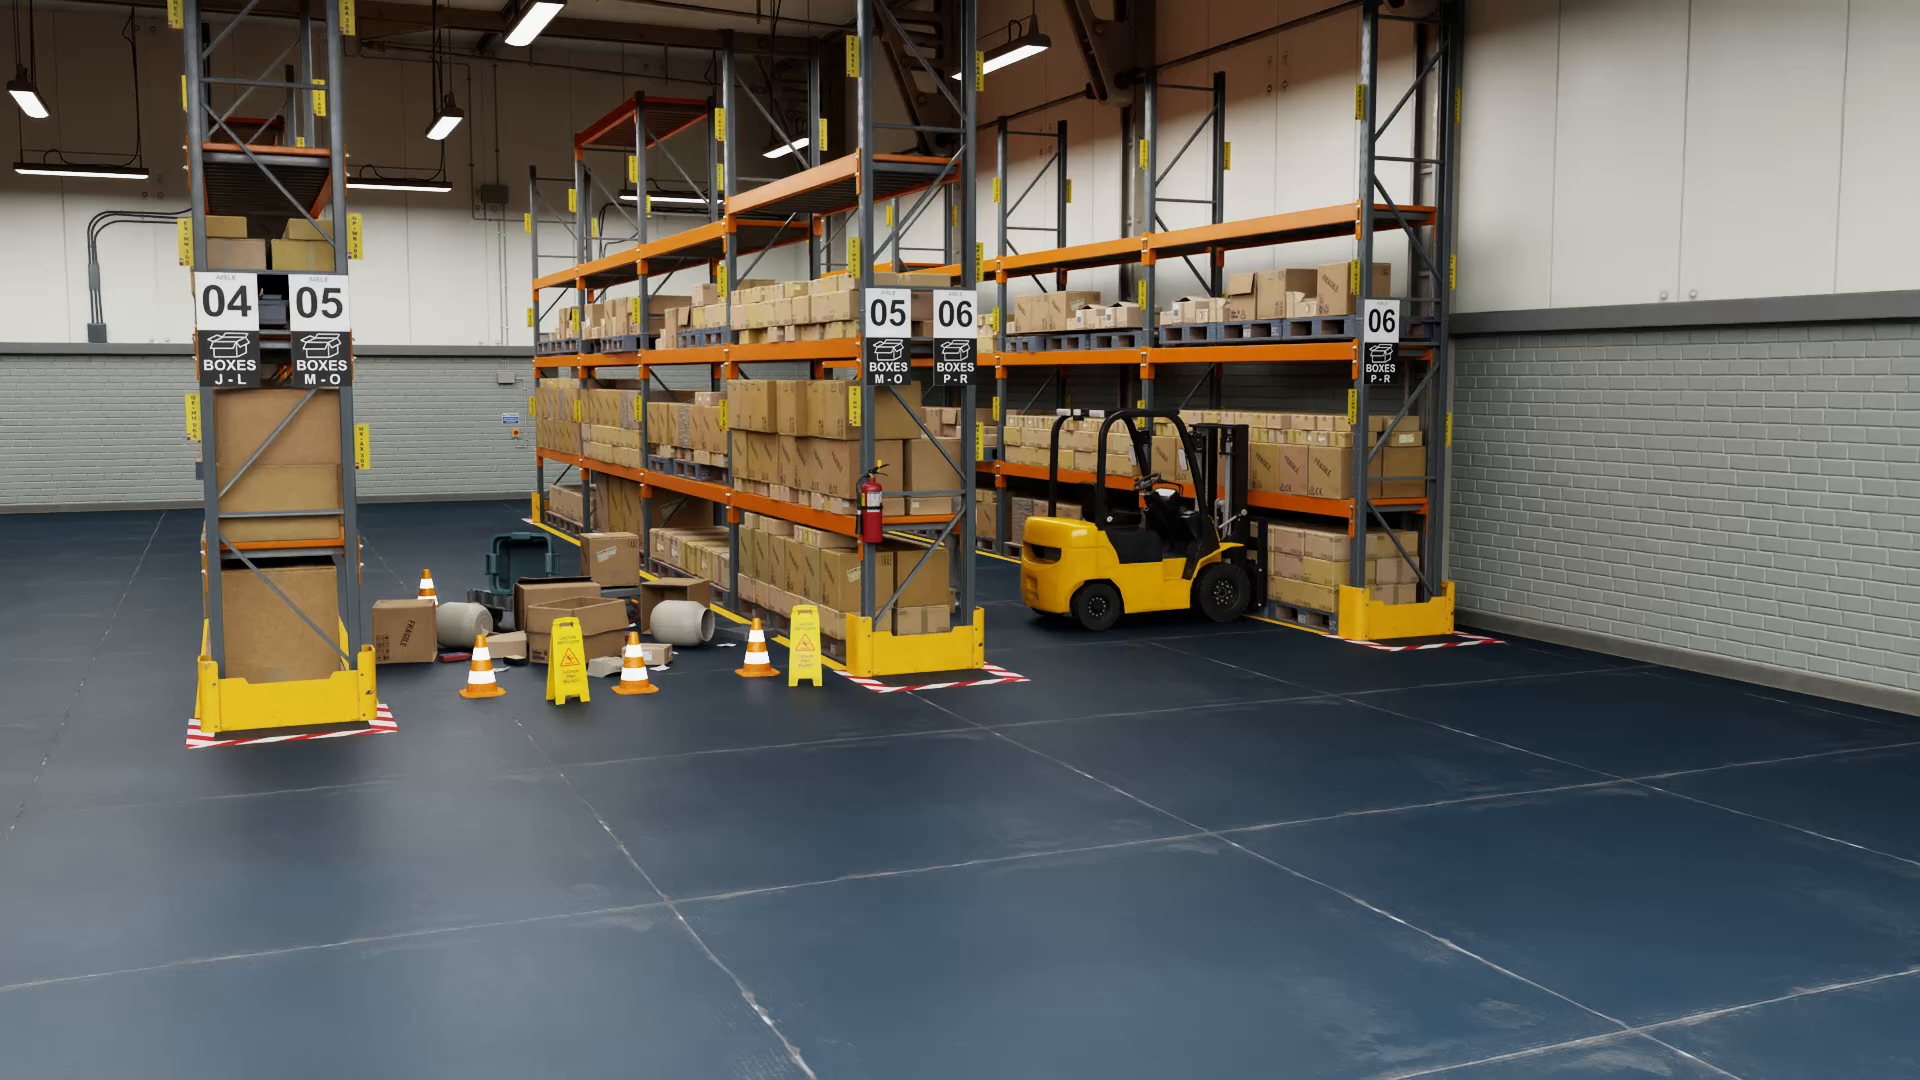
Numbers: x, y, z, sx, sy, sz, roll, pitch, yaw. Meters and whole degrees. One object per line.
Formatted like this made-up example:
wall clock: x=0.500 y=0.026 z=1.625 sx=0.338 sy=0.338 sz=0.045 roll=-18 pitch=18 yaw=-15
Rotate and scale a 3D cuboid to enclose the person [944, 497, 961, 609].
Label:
person: x=-0.005 y=-0.064 z=17.797 sx=0.404 sy=1.601 sz=0.317 roll=4 pitch=7 yaw=38
